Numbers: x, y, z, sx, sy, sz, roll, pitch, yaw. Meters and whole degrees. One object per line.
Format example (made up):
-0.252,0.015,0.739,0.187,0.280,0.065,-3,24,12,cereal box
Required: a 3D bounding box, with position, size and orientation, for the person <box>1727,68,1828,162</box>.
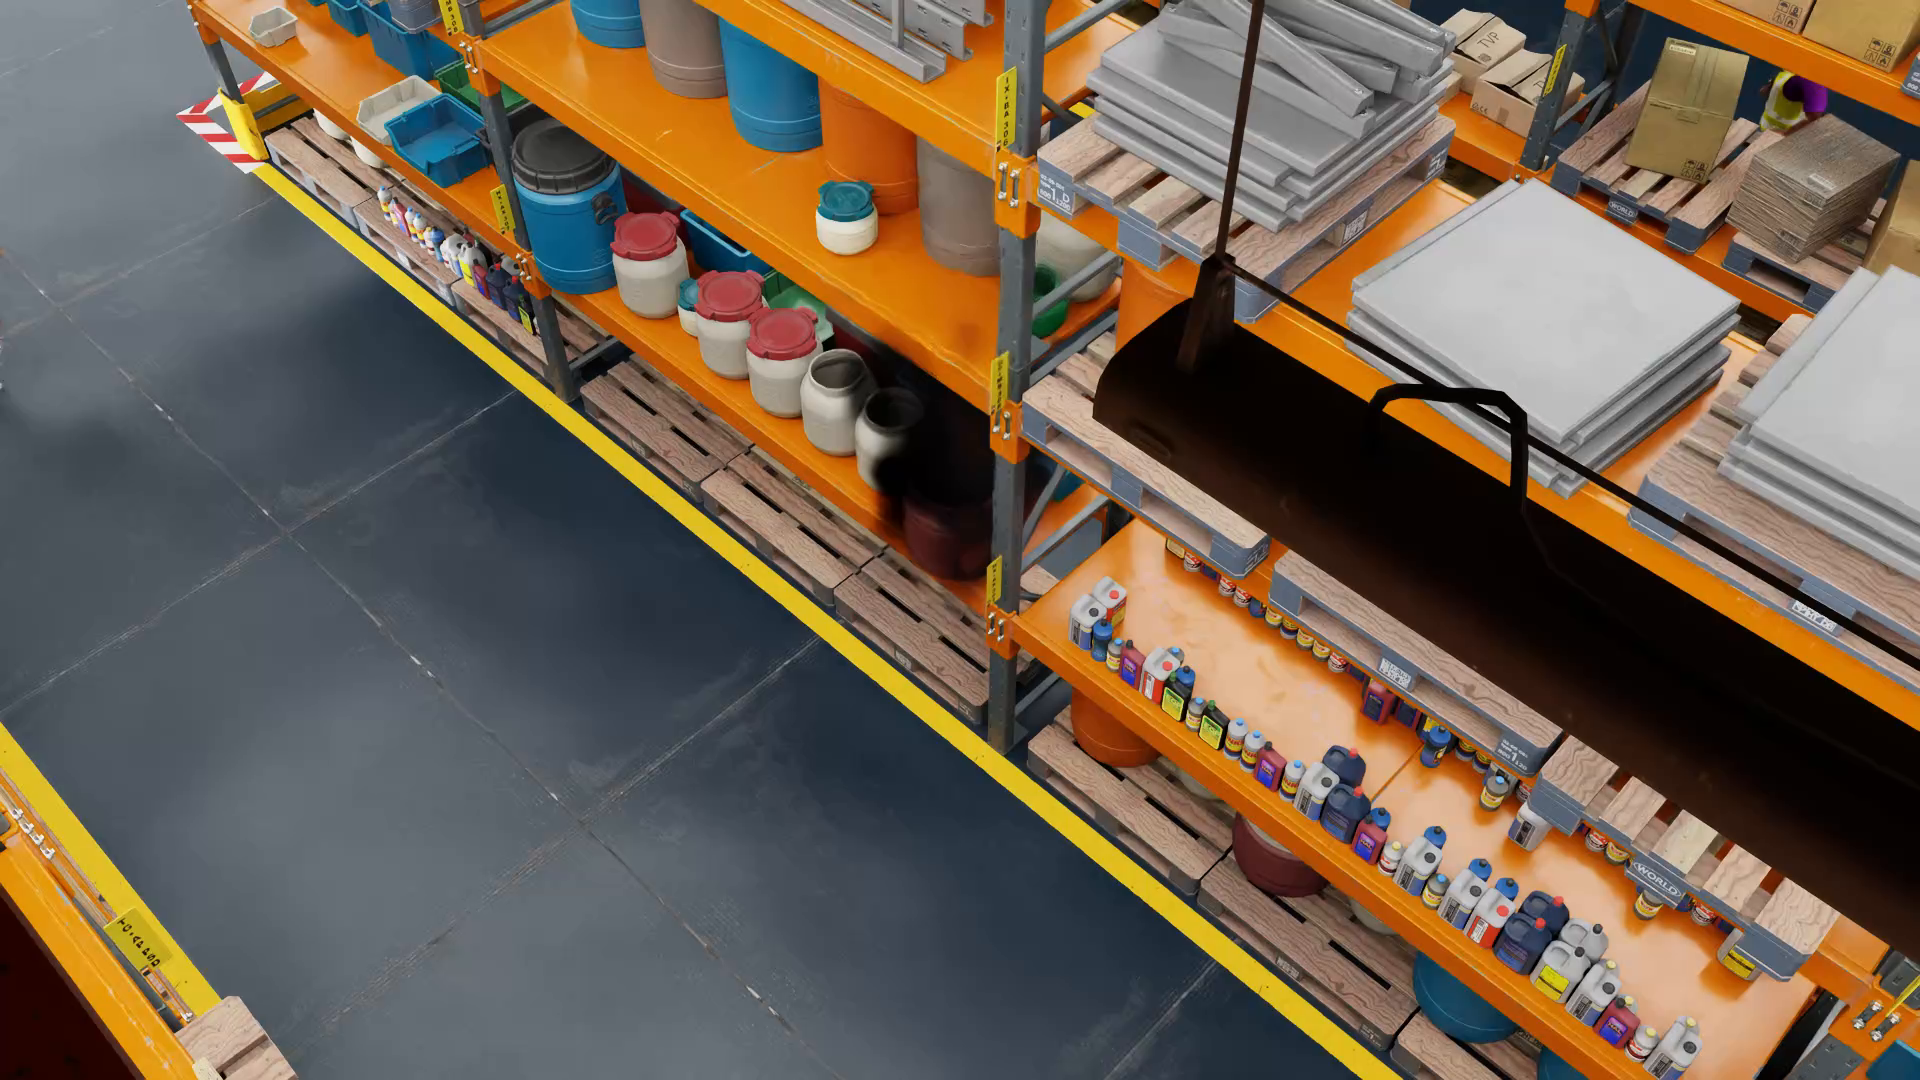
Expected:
5.832,-2.899,11.687,0.853,1.758,0.690,31,57,23,person
